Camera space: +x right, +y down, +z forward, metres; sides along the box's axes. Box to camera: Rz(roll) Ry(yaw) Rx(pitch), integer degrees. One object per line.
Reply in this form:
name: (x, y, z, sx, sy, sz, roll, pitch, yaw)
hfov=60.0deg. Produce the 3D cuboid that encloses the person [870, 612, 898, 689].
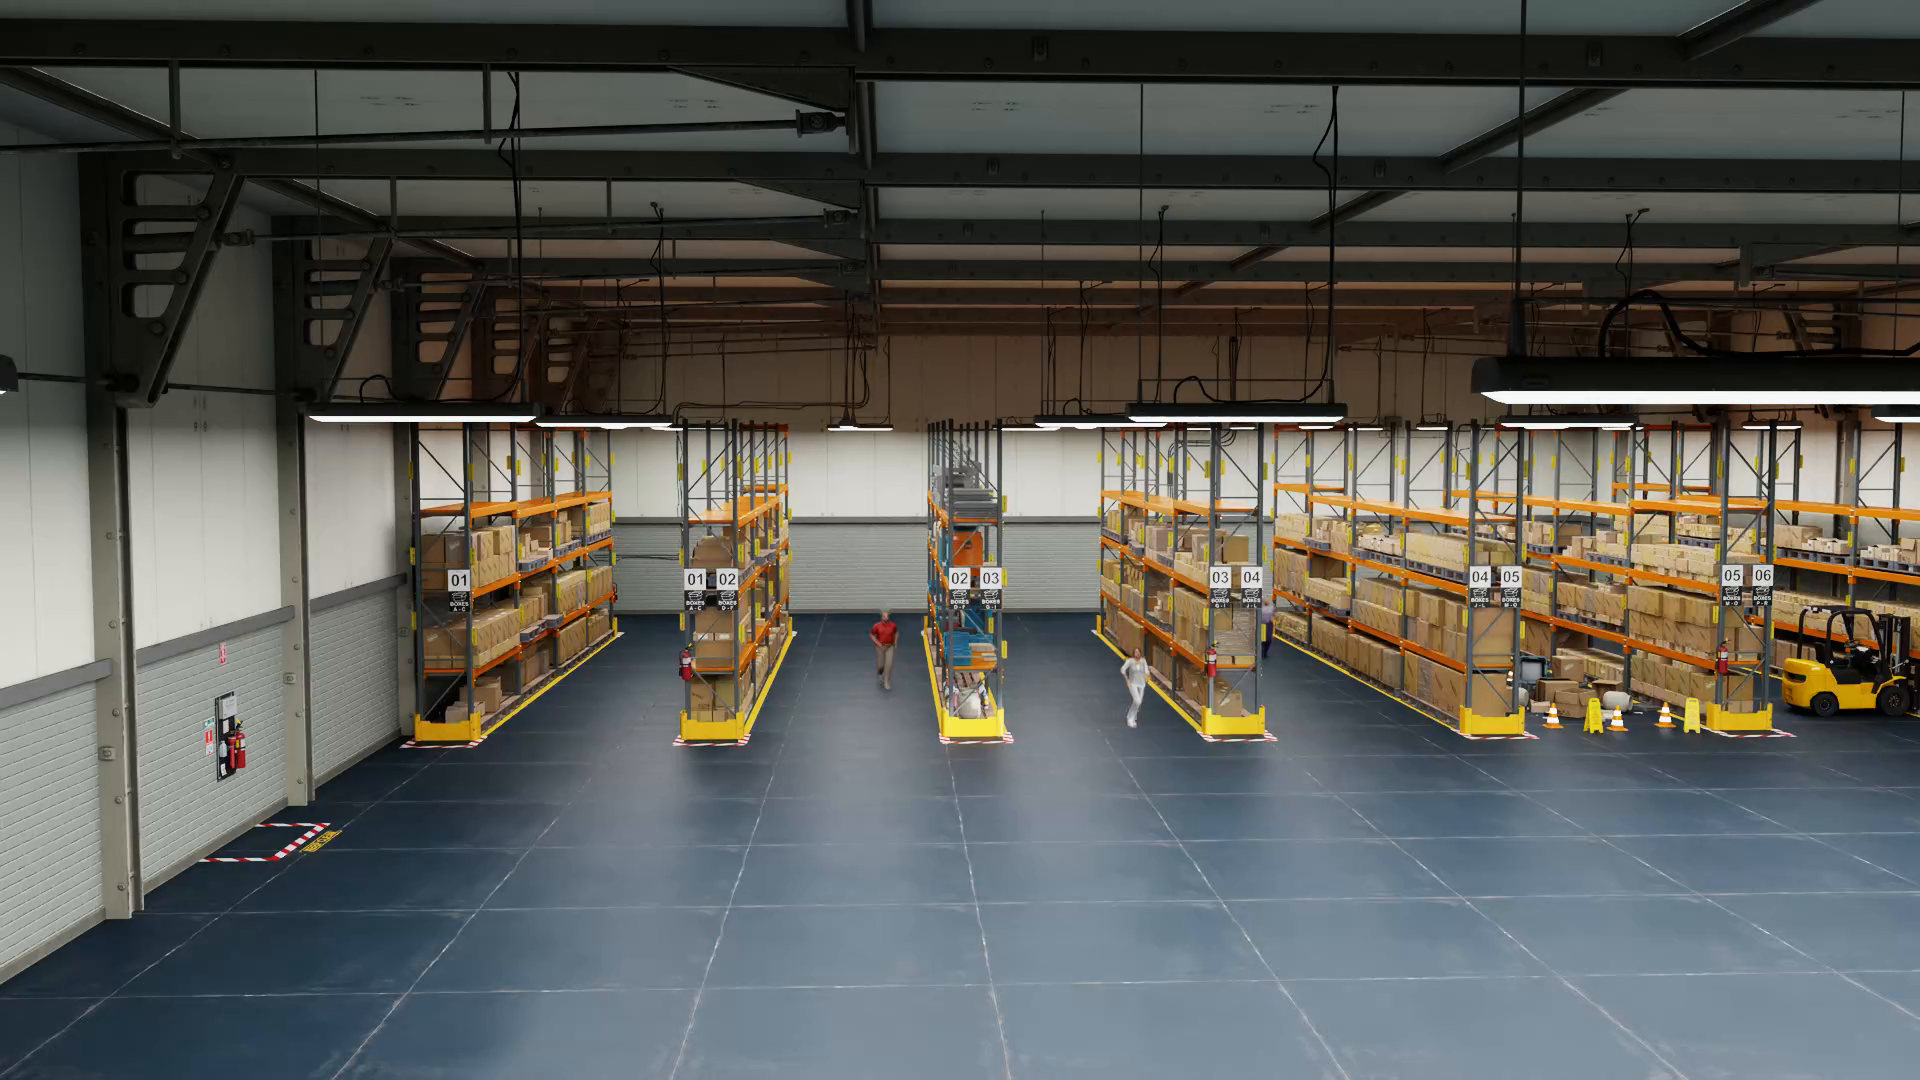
person: (-1.707, 2.473, 37.589, 0.666, 1.721, 0.841, -1, 4, -9)

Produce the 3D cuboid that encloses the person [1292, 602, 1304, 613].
person: (9.996, 1.749, 49.064, 0.717, 1.670, 0.659, 1, 4, 20)

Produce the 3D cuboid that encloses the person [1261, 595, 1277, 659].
person: (7.741, 2.211, 42.085, 0.582, 1.625, 0.626, -1, 4, -11)

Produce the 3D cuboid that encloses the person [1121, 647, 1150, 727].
person: (3.443, 2.859, 32.321, 0.512, 1.578, 0.631, -1, 4, -16)
